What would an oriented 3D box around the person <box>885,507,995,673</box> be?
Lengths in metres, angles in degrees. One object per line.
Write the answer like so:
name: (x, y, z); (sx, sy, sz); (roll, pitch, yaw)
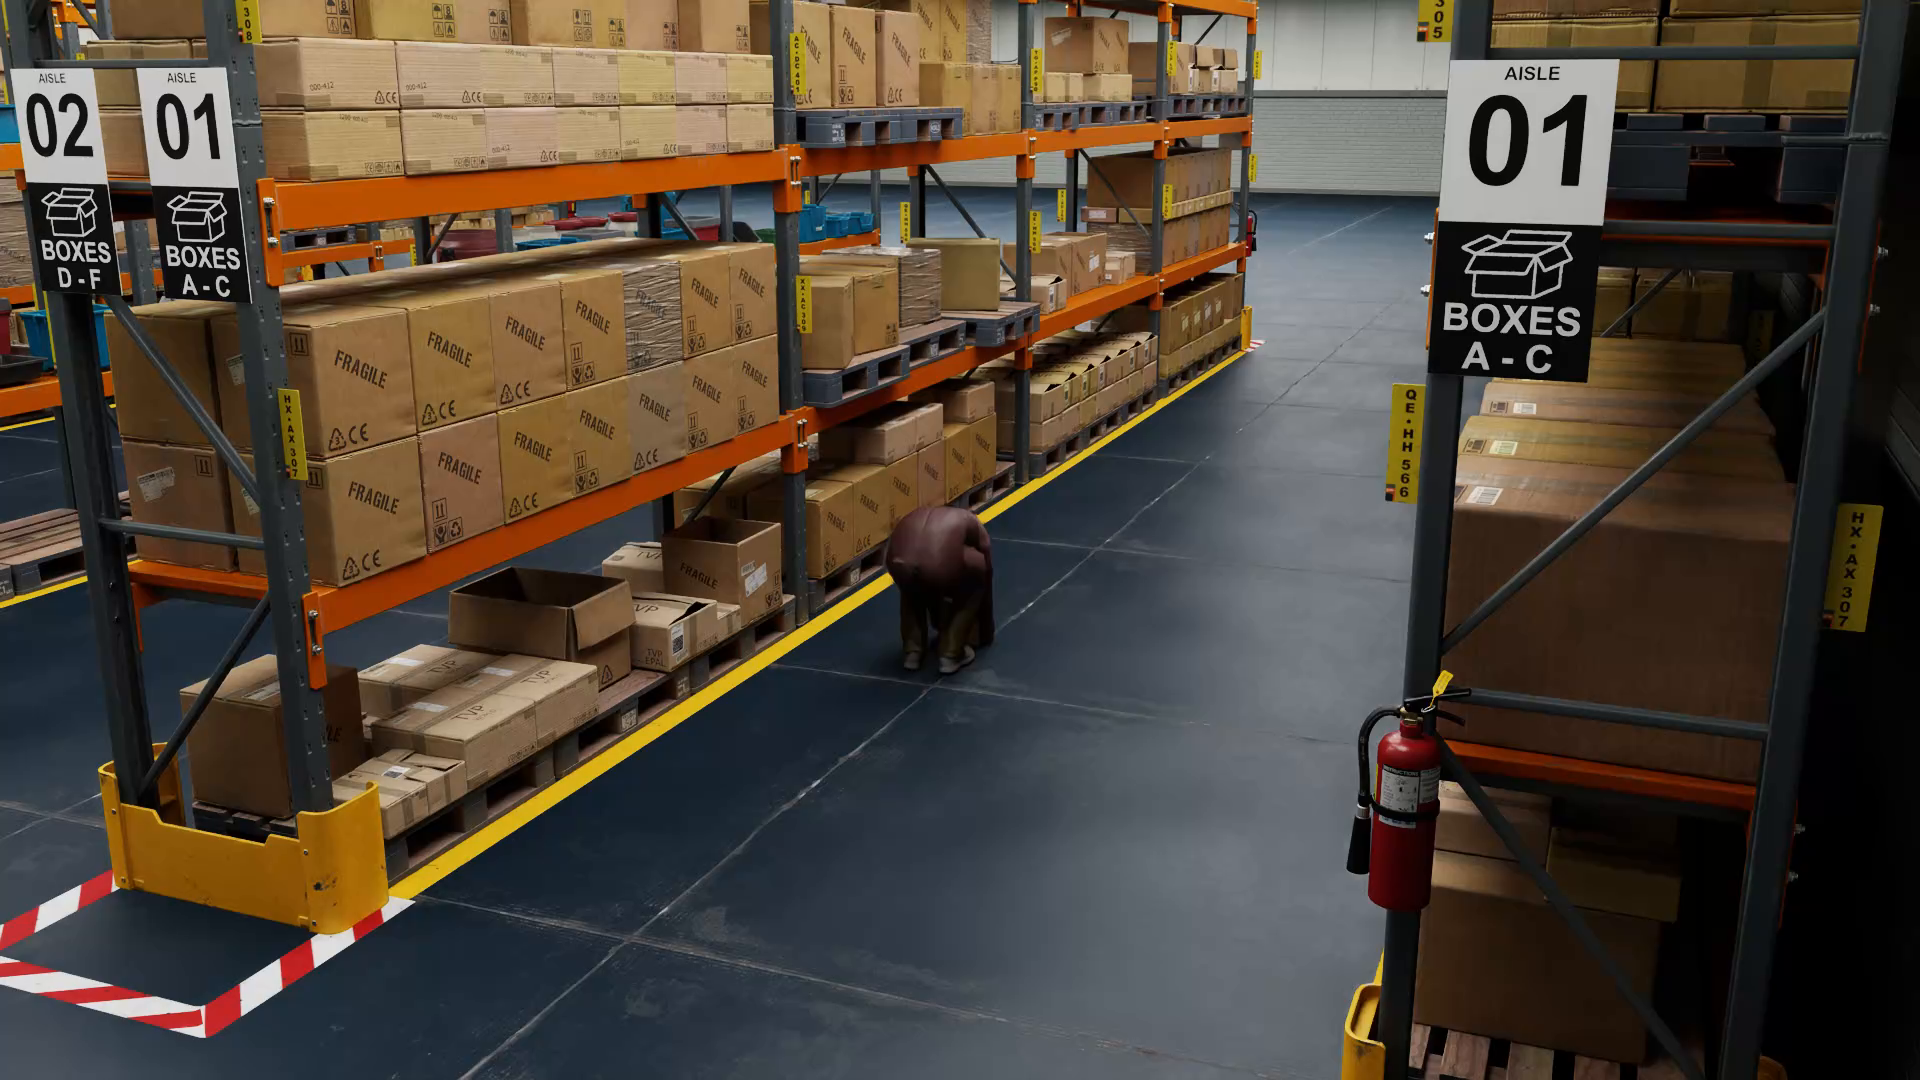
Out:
person: (-0.100, 0.227, 9.359); (0.584, 0.933, 0.956); (4, 16, 16)
